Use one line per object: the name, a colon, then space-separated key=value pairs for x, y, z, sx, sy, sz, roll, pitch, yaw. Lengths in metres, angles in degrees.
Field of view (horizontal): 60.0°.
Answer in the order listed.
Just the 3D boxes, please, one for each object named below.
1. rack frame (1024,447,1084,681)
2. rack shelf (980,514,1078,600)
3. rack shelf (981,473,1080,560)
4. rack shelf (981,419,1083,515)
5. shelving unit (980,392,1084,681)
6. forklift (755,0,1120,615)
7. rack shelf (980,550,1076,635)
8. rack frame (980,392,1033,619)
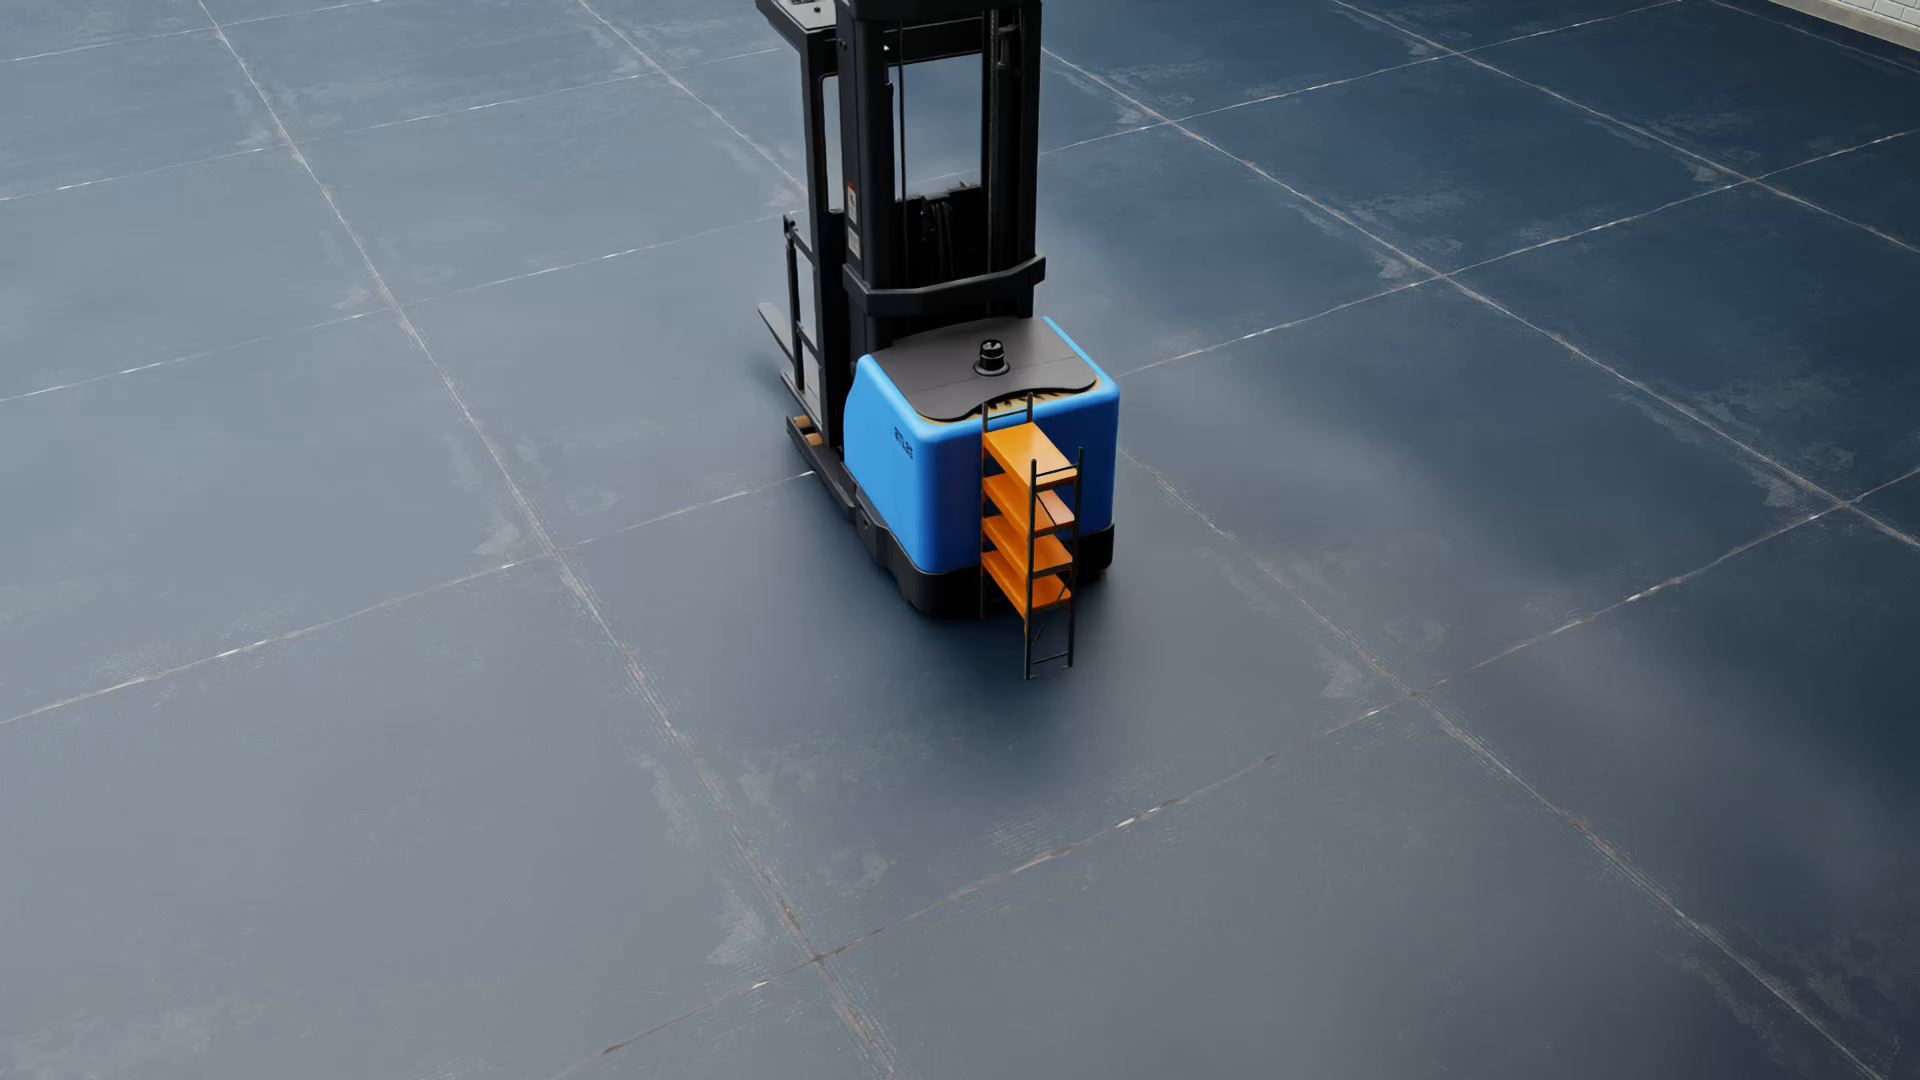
rack frame: x=0.407 y=0.126 z=7.288 sx=0.240 sy=1.200 sz=0.015 roll=-15 pitch=39 yaw=-19
rack shelf: x=0.308 y=0.049 z=7.508 sx=0.258 sy=0.148 sz=0.480 roll=-15 pitch=39 yaw=-19
rack shelf: x=0.308 y=-0.132 z=7.376 sx=0.258 sy=0.148 sz=0.480 roll=-15 pitch=39 yaw=-19
rack shelf: x=0.308 y=-0.323 z=7.236 sx=0.258 sy=0.148 sz=0.480 roll=-15 pitch=39 yaw=-19
shelving unit: x=0.308 y=-0.006 z=7.468 sx=0.258 sy=1.200 sz=0.503 roll=-15 pitch=39 yaw=-19
forklift: x=-0.305 y=-1.693 z=8.310 sx=1.130 sy=2.935 sz=3.031 roll=-15 pitch=39 yaw=-19
rack shelf: x=0.308 y=0.209 z=7.625 sx=0.258 sy=0.148 sz=0.480 roll=-15 pitch=39 yaw=-19
rack frame: x=0.209 y=-0.137 z=7.648 sx=0.240 sy=1.200 sz=0.015 roll=-15 pitch=39 yaw=-19
